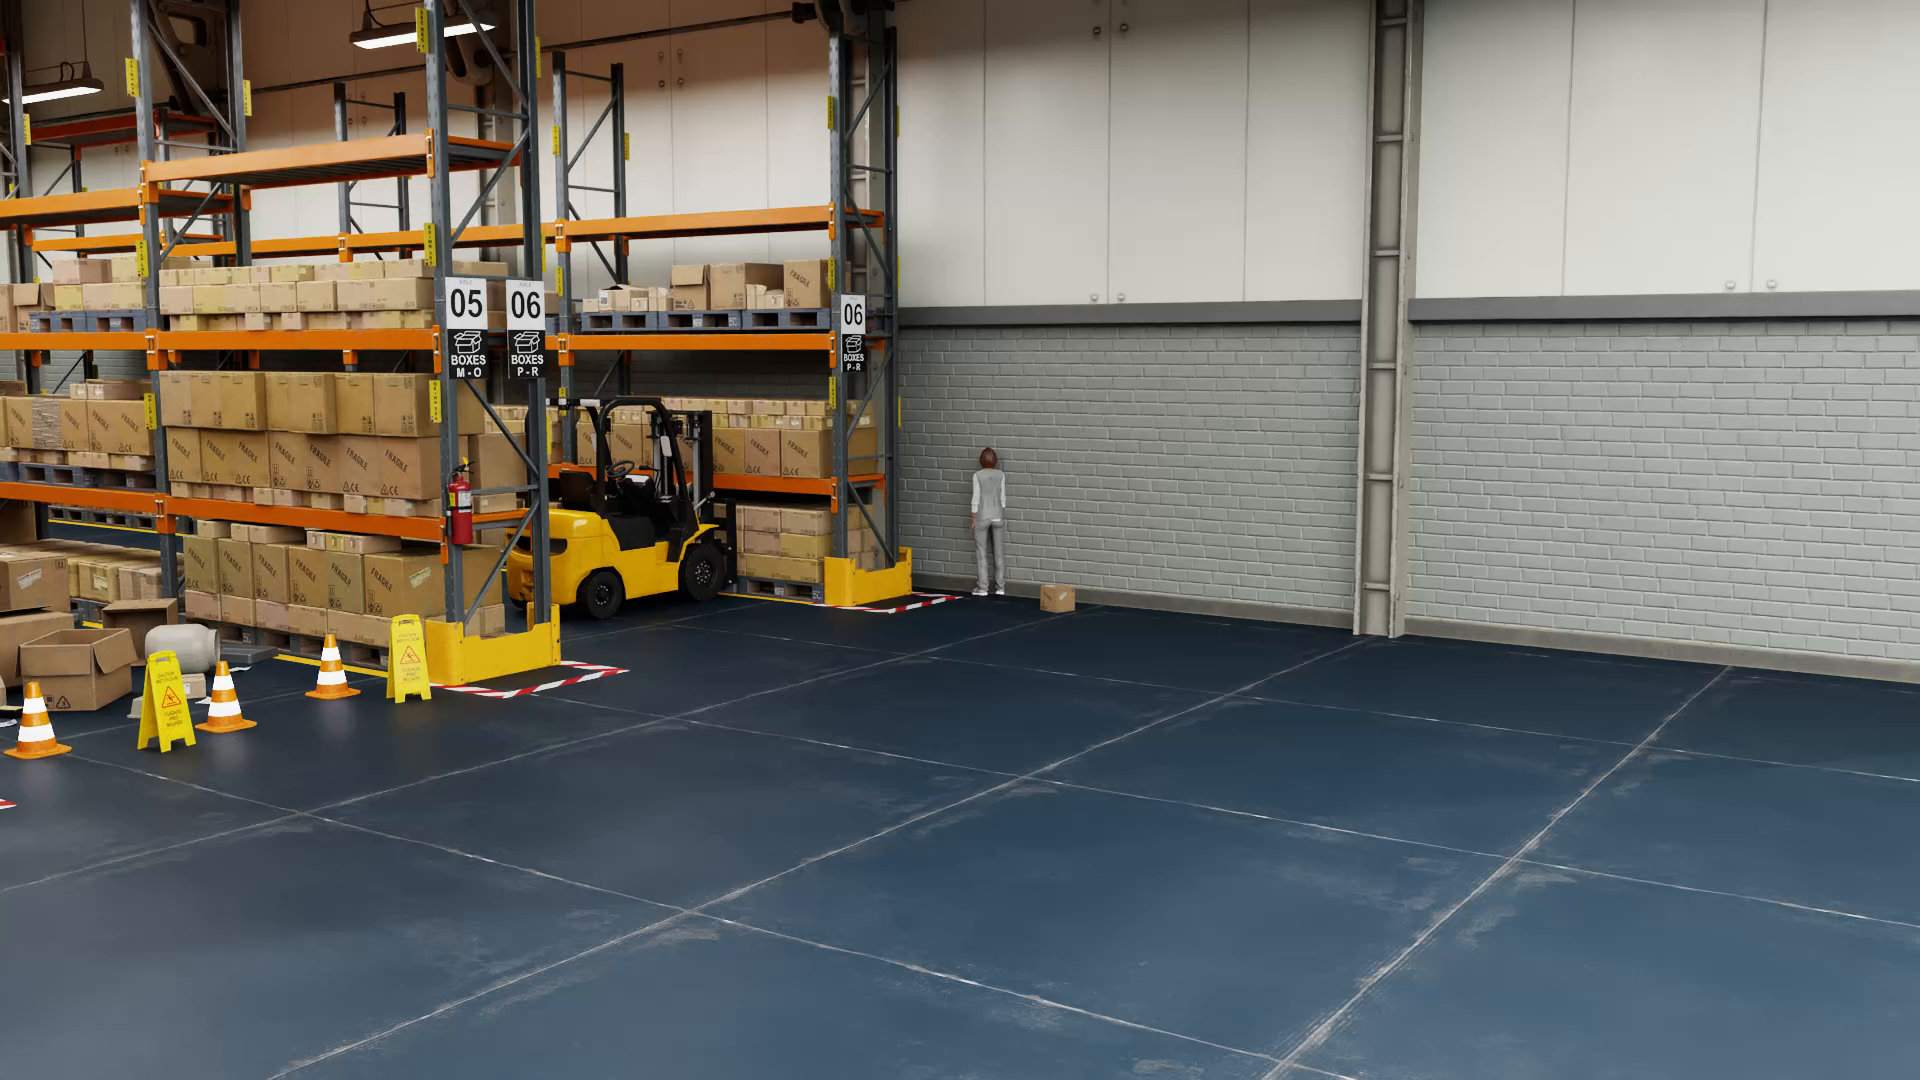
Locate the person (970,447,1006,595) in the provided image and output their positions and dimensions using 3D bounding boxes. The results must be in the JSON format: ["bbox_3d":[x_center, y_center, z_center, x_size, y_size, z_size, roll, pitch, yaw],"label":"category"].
[{"bbox_3d":[0.304,-0.197,17.896,0.411,1.602,0.324,-2,7,-18],"label":"person"}]
